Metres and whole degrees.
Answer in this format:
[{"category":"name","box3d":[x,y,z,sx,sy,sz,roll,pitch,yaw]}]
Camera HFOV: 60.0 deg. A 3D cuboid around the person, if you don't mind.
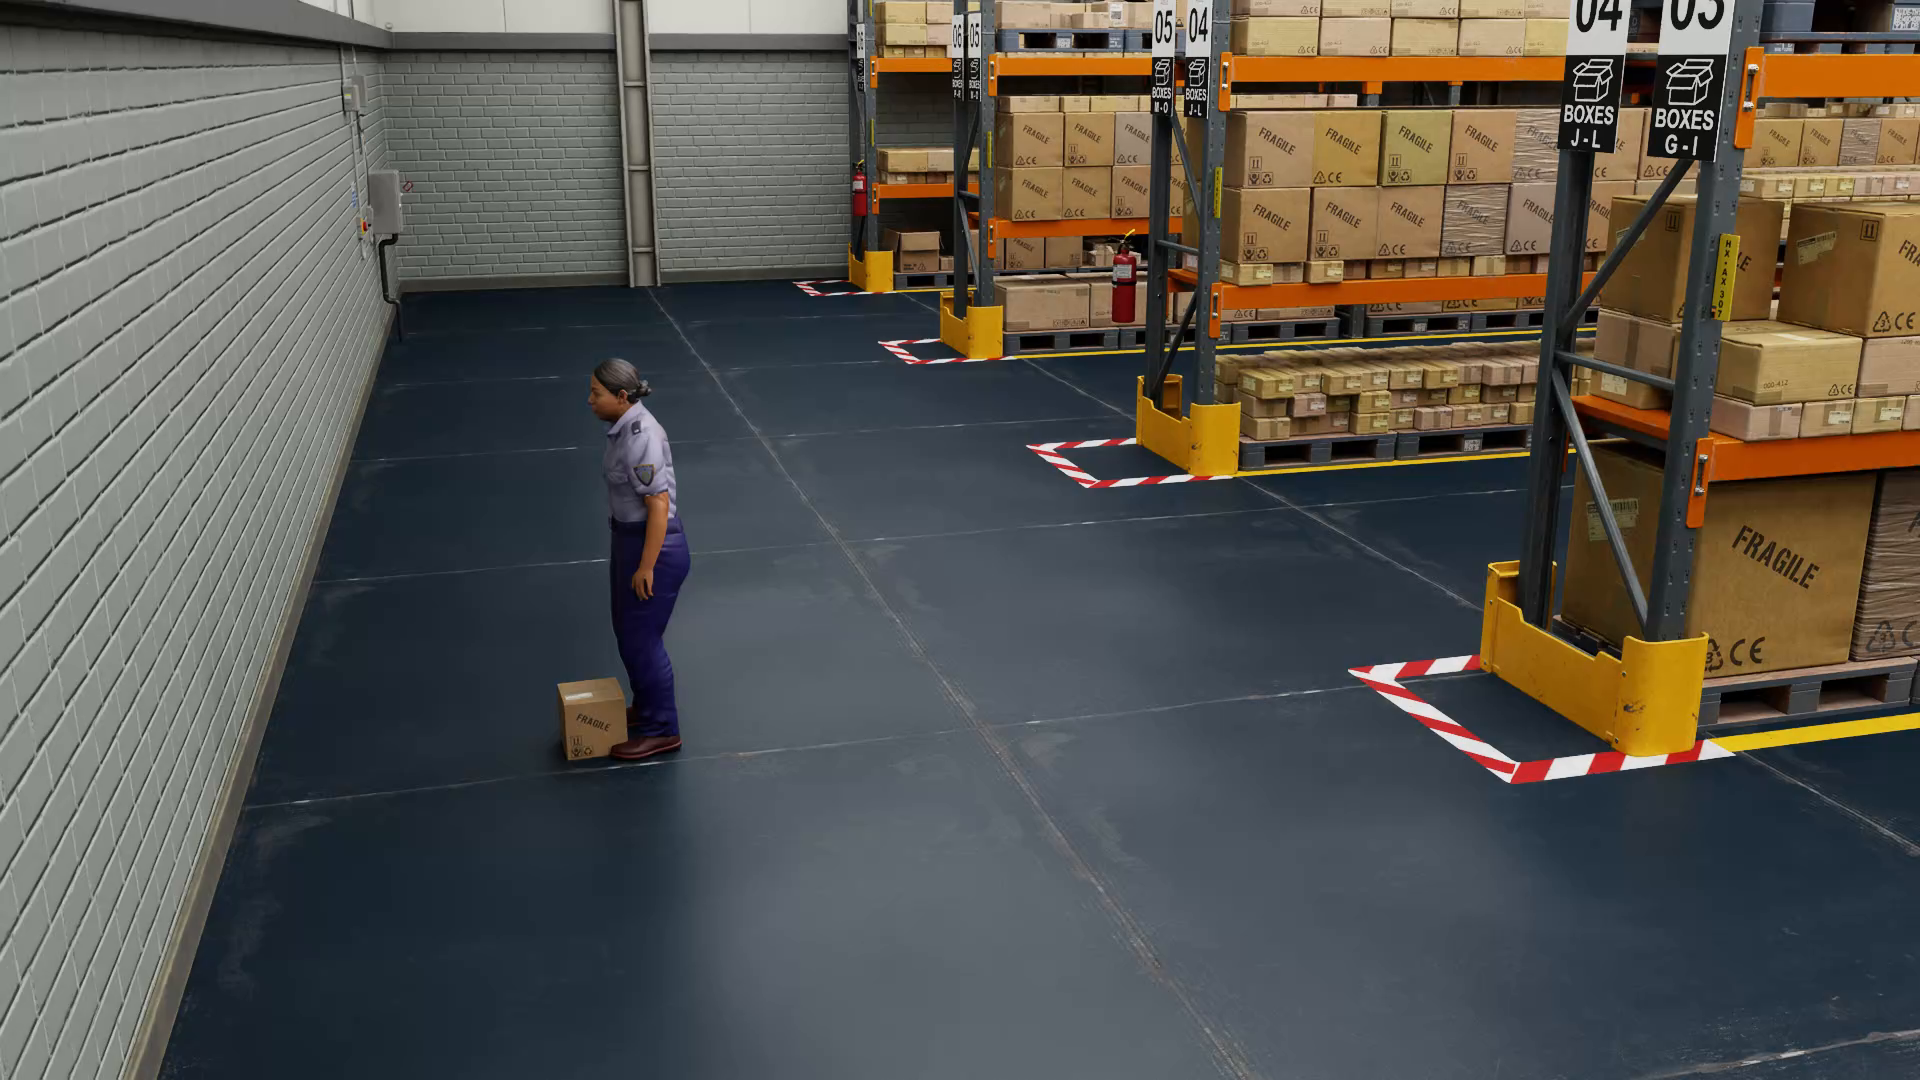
[{"category":"person","box3d":[-1.319,0.057,6.850,0.377,1.651,0.561,-6,17,-19]}]
